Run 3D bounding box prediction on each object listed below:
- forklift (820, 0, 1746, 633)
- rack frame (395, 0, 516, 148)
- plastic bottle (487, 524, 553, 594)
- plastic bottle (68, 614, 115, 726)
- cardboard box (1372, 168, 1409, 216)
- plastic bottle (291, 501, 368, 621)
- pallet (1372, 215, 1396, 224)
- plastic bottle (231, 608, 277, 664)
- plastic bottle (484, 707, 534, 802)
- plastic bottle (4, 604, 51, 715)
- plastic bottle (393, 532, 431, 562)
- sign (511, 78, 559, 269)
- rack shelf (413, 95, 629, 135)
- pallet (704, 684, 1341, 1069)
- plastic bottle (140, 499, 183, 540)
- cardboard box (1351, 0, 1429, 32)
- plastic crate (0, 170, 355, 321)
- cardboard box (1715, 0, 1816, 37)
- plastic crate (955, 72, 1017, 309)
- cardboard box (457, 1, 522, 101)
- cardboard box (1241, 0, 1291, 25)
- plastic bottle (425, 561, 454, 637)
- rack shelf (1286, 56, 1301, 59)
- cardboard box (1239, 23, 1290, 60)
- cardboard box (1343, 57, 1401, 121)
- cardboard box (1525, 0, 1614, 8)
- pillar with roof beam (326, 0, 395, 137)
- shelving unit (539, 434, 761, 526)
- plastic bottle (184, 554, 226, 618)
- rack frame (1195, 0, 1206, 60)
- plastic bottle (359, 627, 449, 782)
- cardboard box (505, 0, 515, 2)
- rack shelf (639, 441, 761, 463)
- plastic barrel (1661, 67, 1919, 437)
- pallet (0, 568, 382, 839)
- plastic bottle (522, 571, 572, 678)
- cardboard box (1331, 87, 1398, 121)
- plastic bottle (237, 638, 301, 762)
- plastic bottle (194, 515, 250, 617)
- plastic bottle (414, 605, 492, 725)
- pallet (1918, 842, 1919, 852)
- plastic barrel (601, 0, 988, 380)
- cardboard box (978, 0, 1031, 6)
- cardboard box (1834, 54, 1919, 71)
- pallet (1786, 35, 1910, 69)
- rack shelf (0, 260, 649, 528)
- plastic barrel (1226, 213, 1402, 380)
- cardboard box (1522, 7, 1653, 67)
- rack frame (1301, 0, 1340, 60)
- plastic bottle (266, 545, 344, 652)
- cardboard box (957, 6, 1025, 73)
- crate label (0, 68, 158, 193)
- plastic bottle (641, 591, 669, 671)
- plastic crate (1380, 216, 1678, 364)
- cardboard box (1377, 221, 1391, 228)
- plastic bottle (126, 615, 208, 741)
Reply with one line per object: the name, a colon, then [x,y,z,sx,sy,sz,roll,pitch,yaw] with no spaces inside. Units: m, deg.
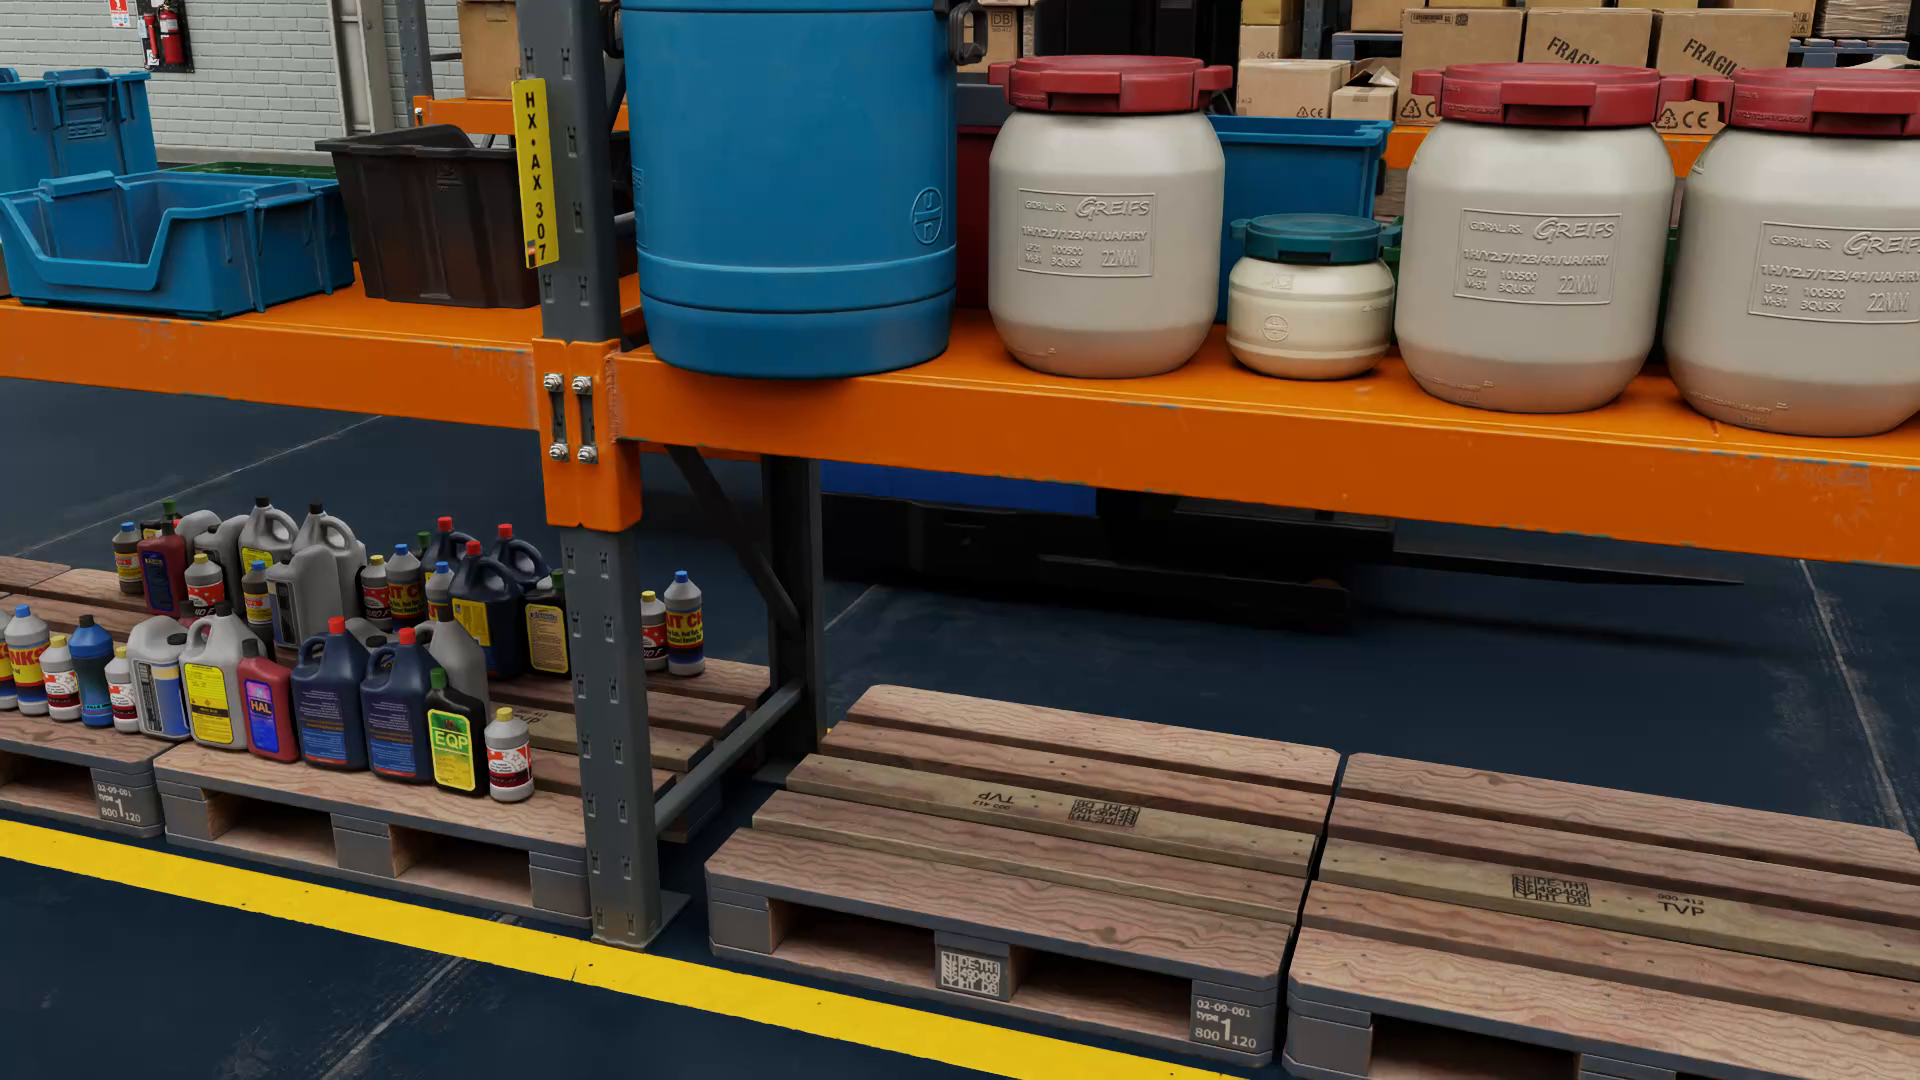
forklift: [1.014,-1.288,5.317,3.031,2.935,1.130,5,20,15]
rack frame: [-2.719,-2.668,9.173,0.127,3.000,1.000,7,20,18]
plastic bottle: [-1.196,0.131,4.500,0.185,0.351,0.144,7,20,20]
plastic bottle: [-2.128,0.315,4.092,0.097,0.271,0.097,0,19,0]
cardboard box: [3.382,-2.730,12.479,0.500,0.500,0.700,7,20,20]
plastic bottle: [-1.776,0.064,4.690,0.185,0.351,0.144,6,20,18]
pallet: [3.417,-2.376,12.572,1.213,0.211,1.003,7,20,18]
plastic bottle: [-1.750,0.309,4.092,0.133,0.283,0.061,7,20,18]
plastic bottle: [-1.015,0.475,3.739,0.097,0.201,0.097,0,19,0]
plastic bottle: [-2.320,0.293,4.155,0.097,0.271,0.097,0,19,0]
plastic bottle: [-1.517,0.111,4.658,0.133,0.283,0.061,7,21,20]
sign: [-0.761,-0.657,2.983,0.005,0.325,0.100,7,20,18]
rack shelf: [-0.830,-2.112,8.671,4.000,0.370,1.077,7,20,18]
pallet: [0.185,0.693,3.766,1.213,0.211,1.003,7,20,18]
plastic bottle: [-2.353,0.016,4.932,0.133,0.283,0.061,7,20,19]
cardboard box: [3.151,-3.966,12.076,0.500,0.500,0.700,7,20,18]
plastic crate: [-1.704,-0.661,3.641,0.616,0.251,0.499,7,20,18]
cardboard box: [5.476,-3.699,11.310,0.500,0.500,0.700,5,20,13]
plastic crate: [-0.012,-0.769,3.628,0.583,0.464,0.402,7,20,18]
cardboard box: [-2.283,-2.661,9.000,0.500,0.500,0.700,7,20,18]
cardboard box: [2.133,-4.024,12.122,0.500,0.500,0.500,6,20,18]
plastic bottle: [-1.373,0.190,4.450,0.097,0.271,0.097,0,19,0]
rack shelf: [0.792,-3.653,13.091,4.000,0.370,1.077,7,20,18]
cardboard box: [2.134,-3.672,12.251,0.500,0.250,0.500,7,20,18]
cardboard box: [1.950,-2.134,7.847,0.258,0.266,0.396,6,20,17]
cardboard box: [4.309,-3.842,11.720,0.500,0.500,0.700,10,21,26]
pillar with roof beam: [-7.233,-6.544,11.179,0.400,9.000,9.100,7,20,18]
shelving unit: [-0.977,-0.617,6.136,1.048,1.125,0.538,5,20,15]
plastic bottle: [-2.133,0.139,4.703,0.097,0.201,0.097,0,19,0]
rack frame: [1.059,-2.236,7.933,0.127,3.000,1.000,7,20,18]
plastic bottle: [-1.273,0.367,3.822,0.185,0.351,0.144,6,20,17]
cardboard box: [-2.169,-2.884,8.656,0.250,0.149,0.380,6,20,17]
rack shelf: [-0.977,-0.386,6.217,1.000,0.278,0.538,5,20,15]
plastic barrel: [1.364,-0.463,2.640,0.433,0.535,0.433,0,19,0]
pallet: [-2.347,0.404,4.597,1.213,0.211,1.003,7,20,18]
plastic bottle: [-1.076,0.215,4.361,0.133,0.283,0.061,7,20,18]
cardboard box: [1.829,-1.958,7.518,0.250,0.149,0.380,7,20,18]
plastic bottle: [-1.622,0.373,3.906,0.133,0.283,0.061,8,21,22]
plastic bottle: [-2.110,0.063,4.808,0.135,0.276,0.152,6,20,17]
plastic bottle: [-1.226,0.322,3.951,0.185,0.351,0.144,7,20,18]
pallet: [2.489,0.957,3.010,1.213,0.211,1.003,7,20,18]
plastic barrel: [-0.304,-0.797,3.044,0.708,0.901,0.600,7,20,18]
cardboard box: [0.251,-2.607,7.860,0.250,0.149,0.380,6,20,16]
cardboard box: [4.056,-1.919,7.158,0.500,0.311,0.500,6,20,17]
pallet: [5.752,-3.298,11.271,1.003,0.211,1.213,7,20,18]
rack shelf: [-2.459,-0.572,4.254,4.000,0.370,1.077,7,20,18]
plastic barrel: [0.630,-0.440,2.992,0.301,0.262,0.301,0,19,0]
cardboard box: [2.750,-2.084,7.346,0.500,0.500,0.500,7,20,18]
rack frame: [2.681,-3.776,12.353,0.127,3.000,1.000,7,20,18]
plastic bottle: [-1.801,0.149,4.563,0.135,0.276,0.152,7,20,18]
cardboard box: [0.138,-2.384,8.206,0.500,0.500,0.700,6,20,17]
crate label: [-2.521,-1.030,4.421,0.616,0.435,0.502,7,20,18]
plastic bottle: [-0.823,0.236,4.426,0.097,0.201,0.097,0,19,0]
plastic crate: [1.168,-0.496,3.263,0.662,0.188,0.450,7,20,18]
cardboard box: [2.029,-1.392,8.199,0.500,0.311,0.500,7,20,20]
plastic bottle: [-1.911,0.328,4.048,0.135,0.276,0.152,7,20,19]
